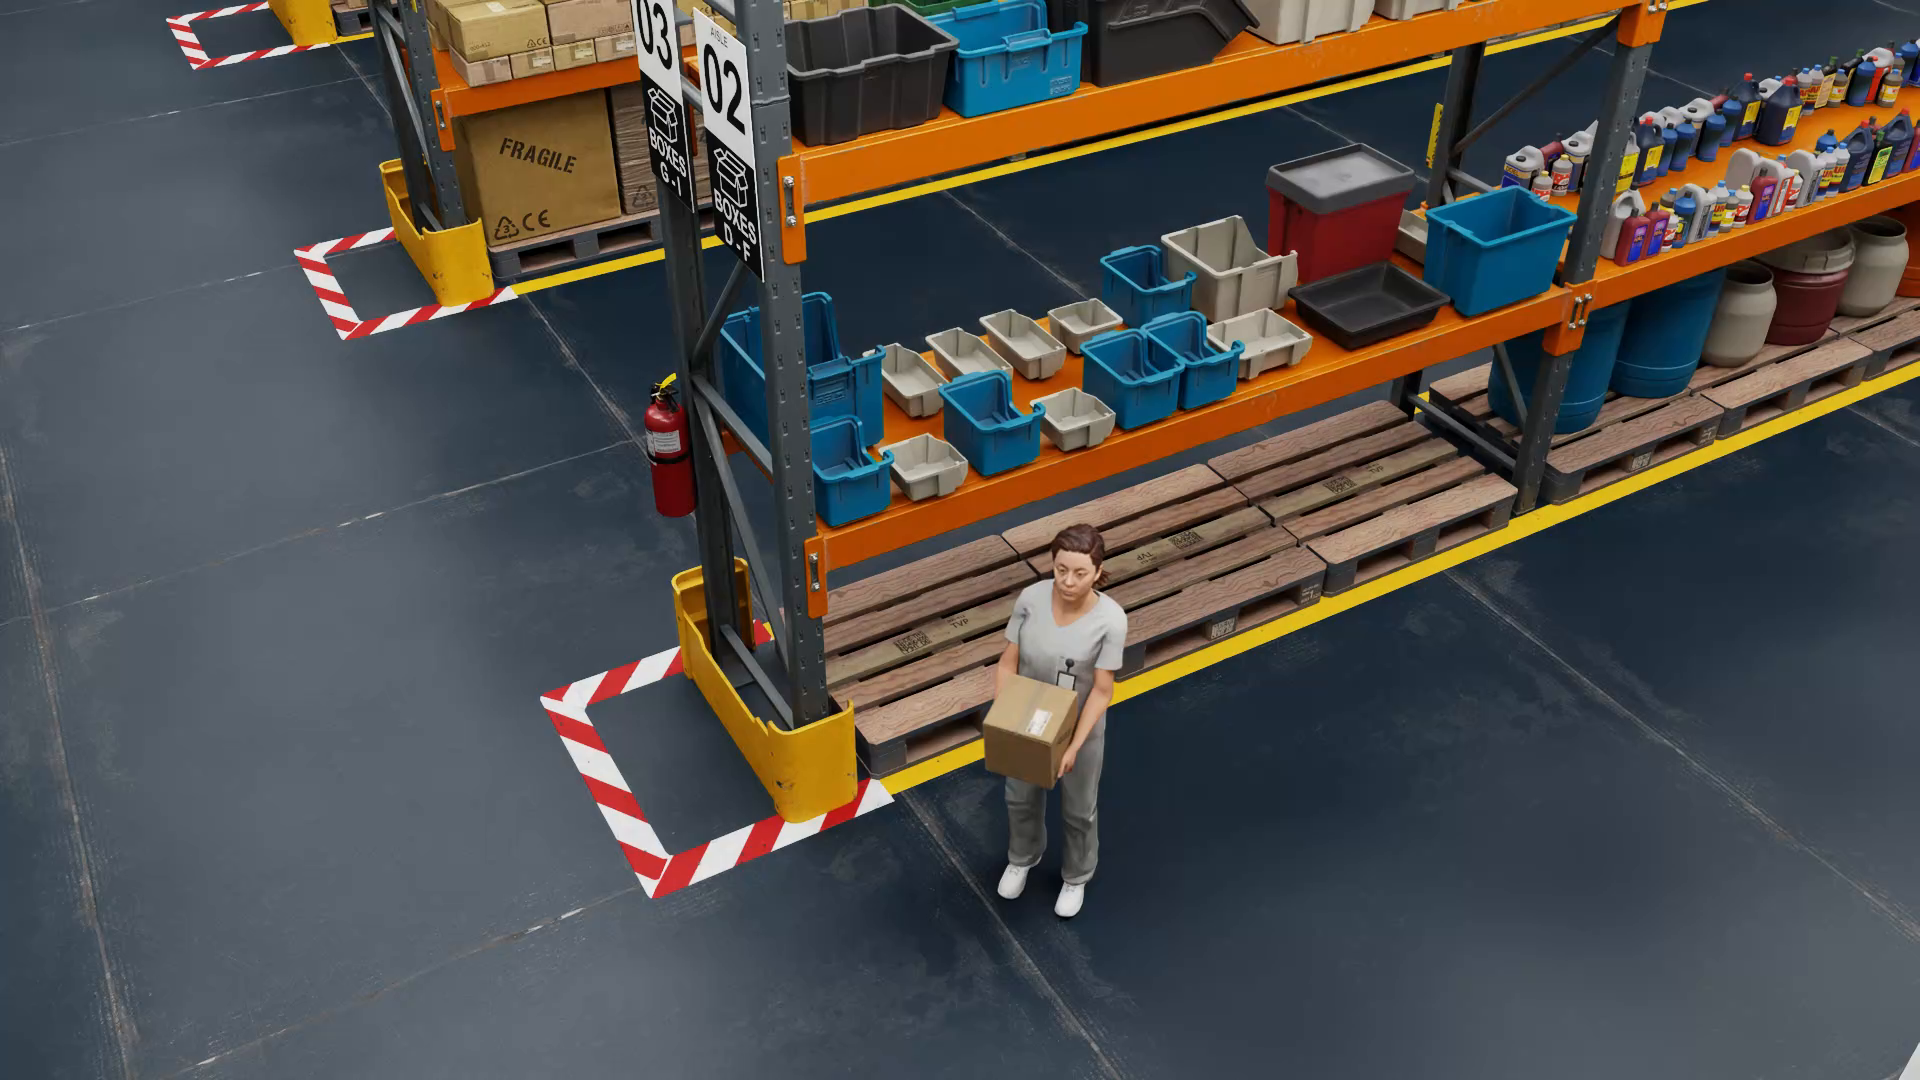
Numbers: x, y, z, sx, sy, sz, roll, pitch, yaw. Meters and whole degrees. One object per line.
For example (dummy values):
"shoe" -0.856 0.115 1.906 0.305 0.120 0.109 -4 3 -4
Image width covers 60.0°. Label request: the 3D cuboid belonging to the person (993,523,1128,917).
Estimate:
"person" 0.336 0.700 6.006 0.438 1.662 0.553 15 39 19
